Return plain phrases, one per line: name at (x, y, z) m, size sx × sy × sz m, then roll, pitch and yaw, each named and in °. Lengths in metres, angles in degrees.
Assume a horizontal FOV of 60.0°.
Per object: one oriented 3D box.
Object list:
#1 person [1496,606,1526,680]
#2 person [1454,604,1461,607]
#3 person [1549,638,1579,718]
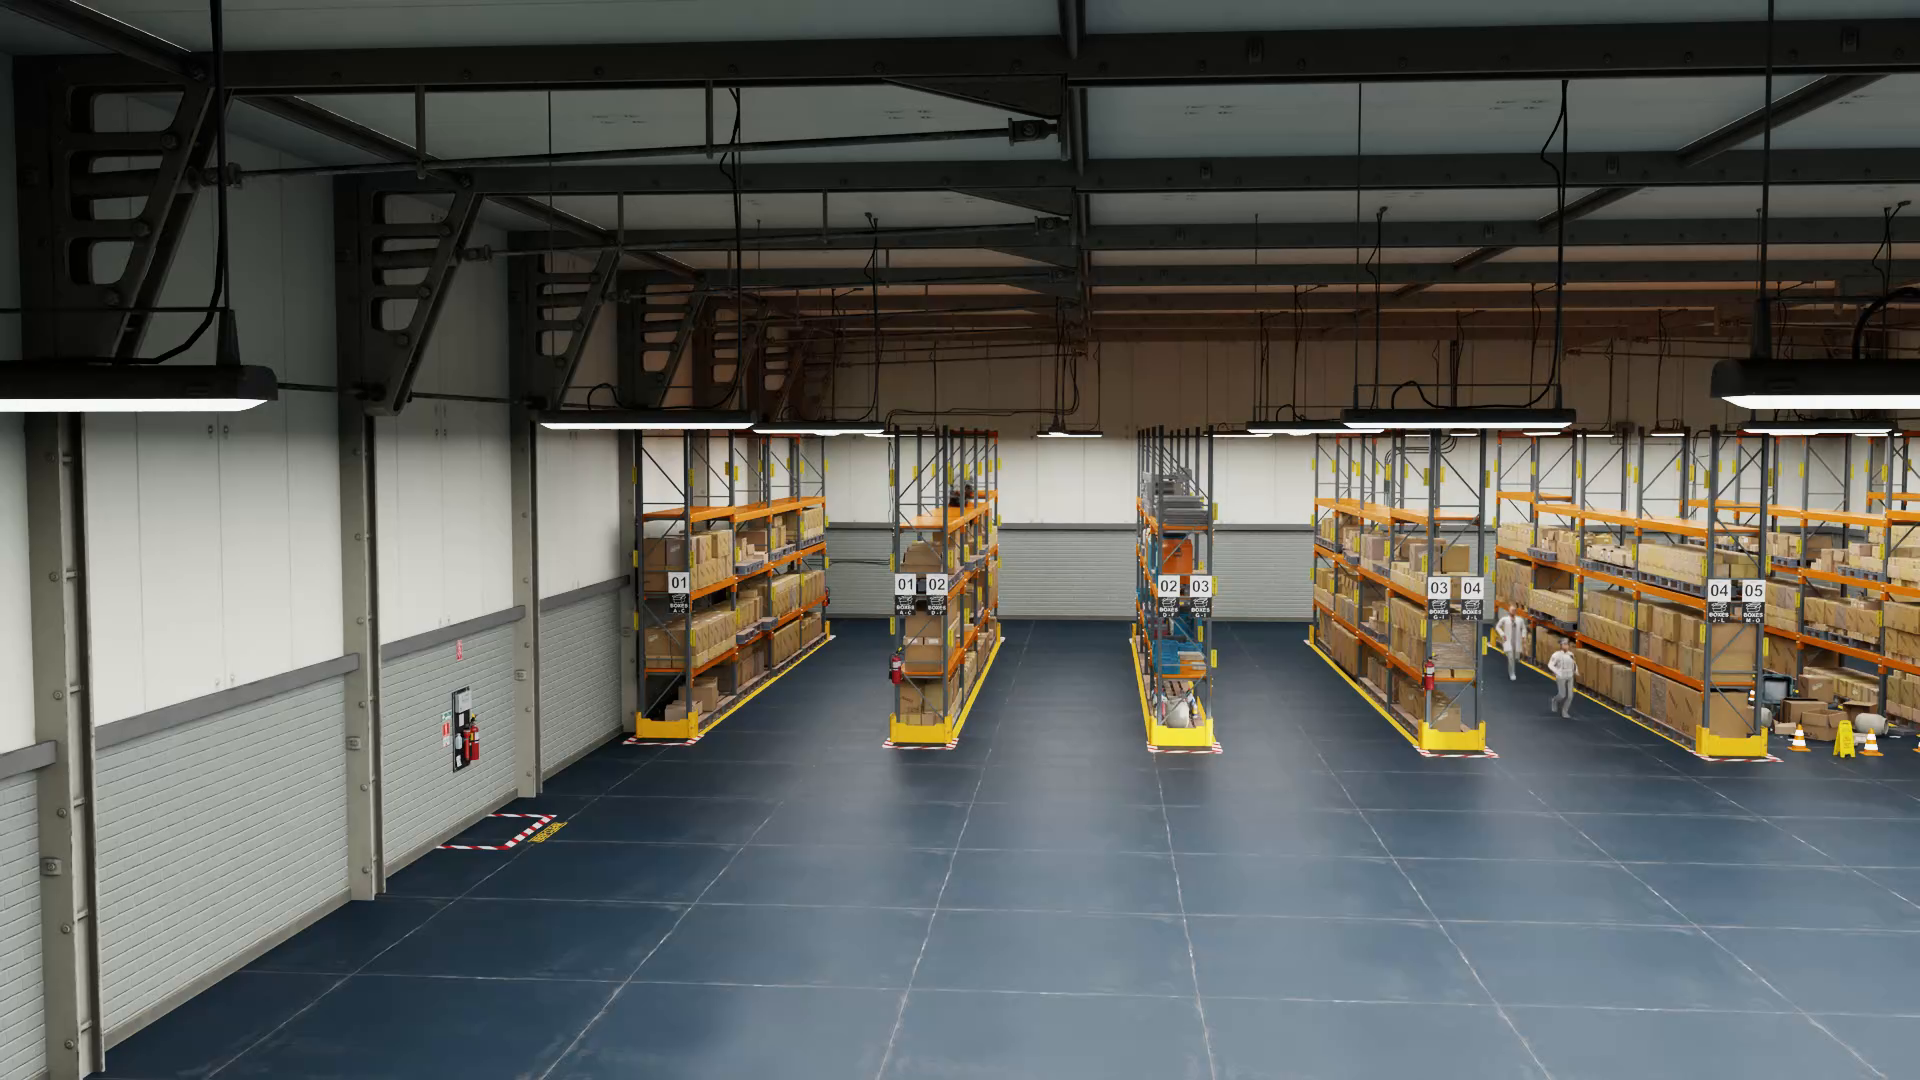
person at (13.252, 2.463, 39.988) m, size 0.706 × 1.746 × 0.737 m, roll 0°, pitch 3°, yaw 6°
person at (13.576, 2.202, 45.179) m, size 0.568 × 1.645 × 0.691 m, roll 0°, pitch 3°, yaw 5°
person at (12.478, 2.833, 34.337) m, size 0.615 × 1.647 × 0.575 m, roll 0°, pitch 3°, yaw -7°
